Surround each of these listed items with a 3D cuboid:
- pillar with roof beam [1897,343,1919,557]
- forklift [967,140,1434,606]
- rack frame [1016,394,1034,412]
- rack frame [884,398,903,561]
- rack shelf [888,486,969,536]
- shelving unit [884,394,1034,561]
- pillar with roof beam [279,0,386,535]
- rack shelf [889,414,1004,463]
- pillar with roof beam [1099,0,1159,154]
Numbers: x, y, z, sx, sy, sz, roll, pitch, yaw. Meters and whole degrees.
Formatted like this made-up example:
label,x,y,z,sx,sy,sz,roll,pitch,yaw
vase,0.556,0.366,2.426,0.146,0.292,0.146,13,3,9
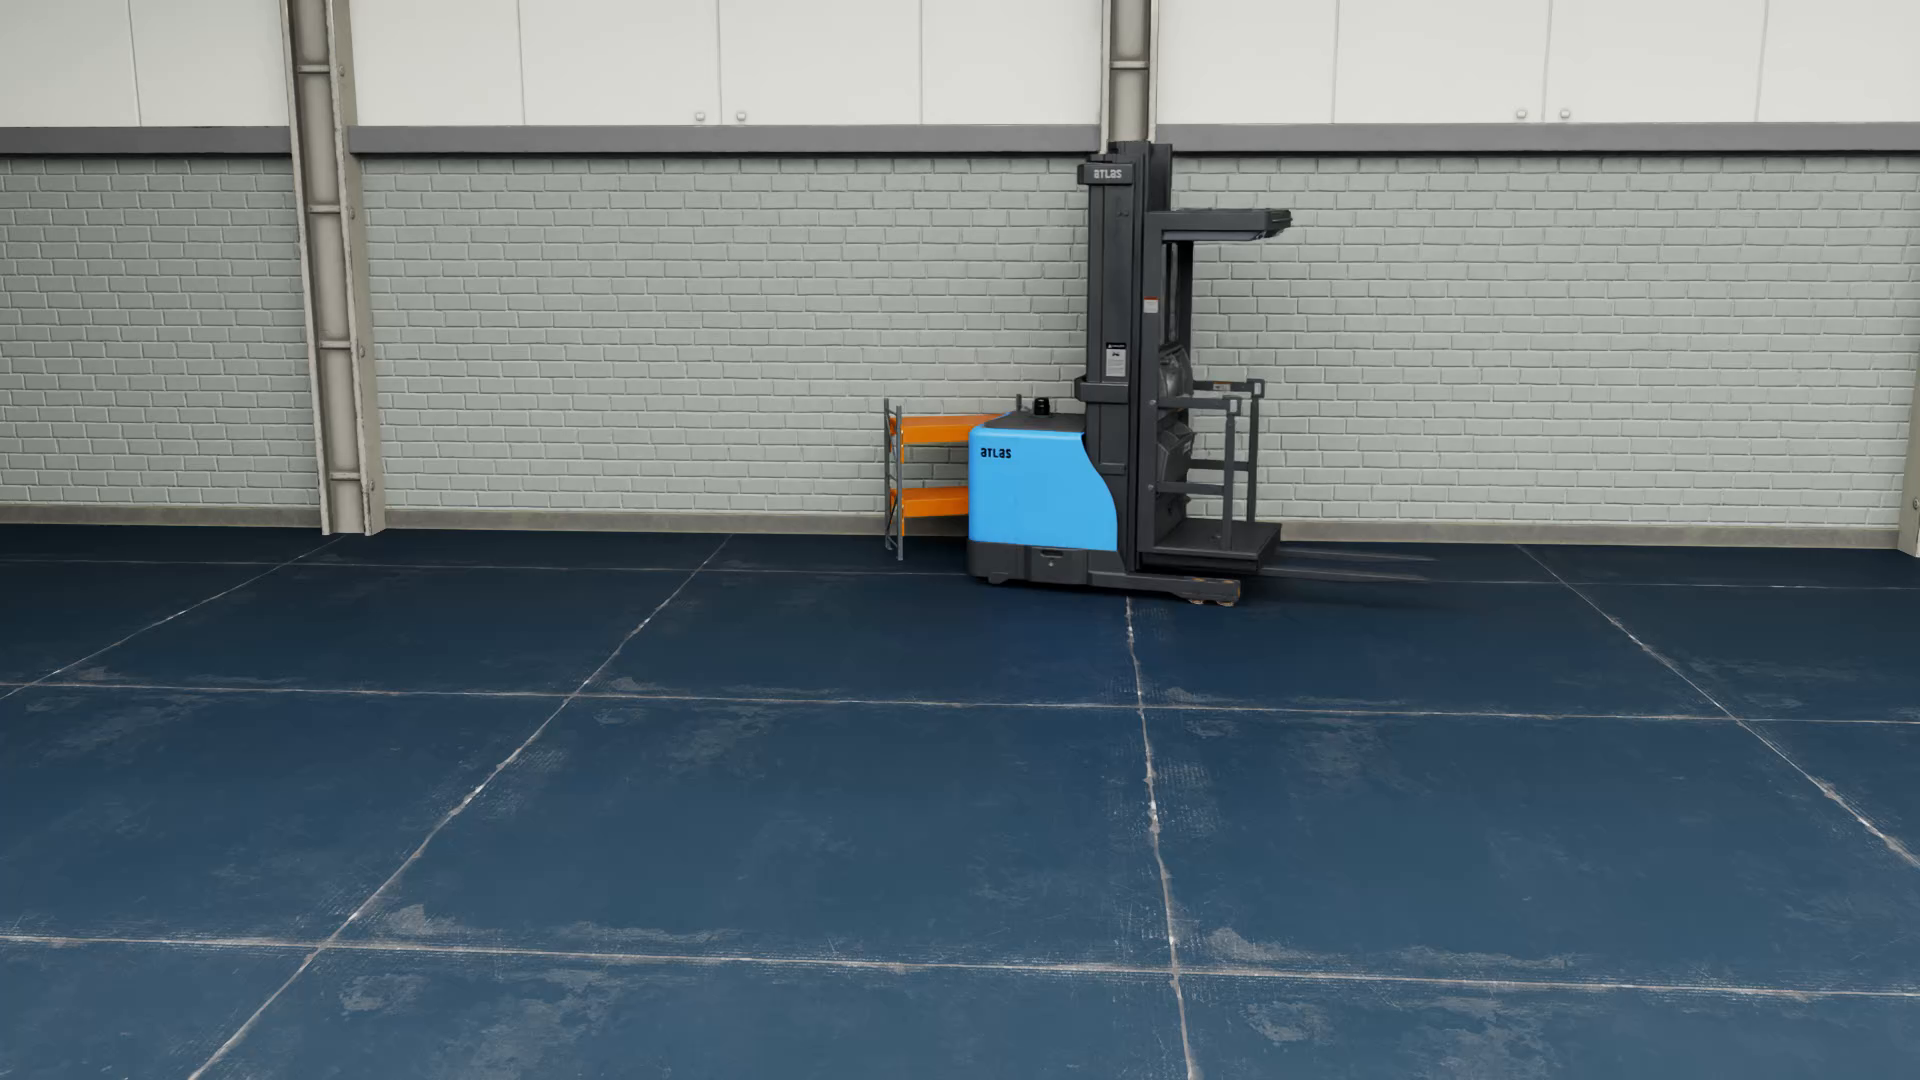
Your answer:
label,x,y,z,sx,sy,sz,roll,pitch,yaw
pillar with roof beam,6.918,-3.431,7.191,0.400,9.000,9.100,1,12,4
forklift,1.619,-1.128,11.003,3.031,2.935,1.130,4,12,18
rack frame,0.497,-0.502,12.419,0.032,1.125,0.500,-3,12,-14
rack frame,-0.490,-0.452,12.182,0.032,1.125,0.500,-3,12,-14
rack shelf,0.004,-0.238,12.351,1.000,0.278,0.538,-3,12,-14
shelving unit,0.004,-0.477,12.301,1.048,1.125,0.538,-3,12,-14
pillar with roof beam,-5.056,-3.595,7.975,0.400,9.000,9.100,1,12,4
rack shelf,0.004,-0.763,12.241,1.000,0.278,0.538,-3,12,-14
pillar with roof beam,0.931,-3.513,7.583,0.400,9.000,9.100,1,12,4
